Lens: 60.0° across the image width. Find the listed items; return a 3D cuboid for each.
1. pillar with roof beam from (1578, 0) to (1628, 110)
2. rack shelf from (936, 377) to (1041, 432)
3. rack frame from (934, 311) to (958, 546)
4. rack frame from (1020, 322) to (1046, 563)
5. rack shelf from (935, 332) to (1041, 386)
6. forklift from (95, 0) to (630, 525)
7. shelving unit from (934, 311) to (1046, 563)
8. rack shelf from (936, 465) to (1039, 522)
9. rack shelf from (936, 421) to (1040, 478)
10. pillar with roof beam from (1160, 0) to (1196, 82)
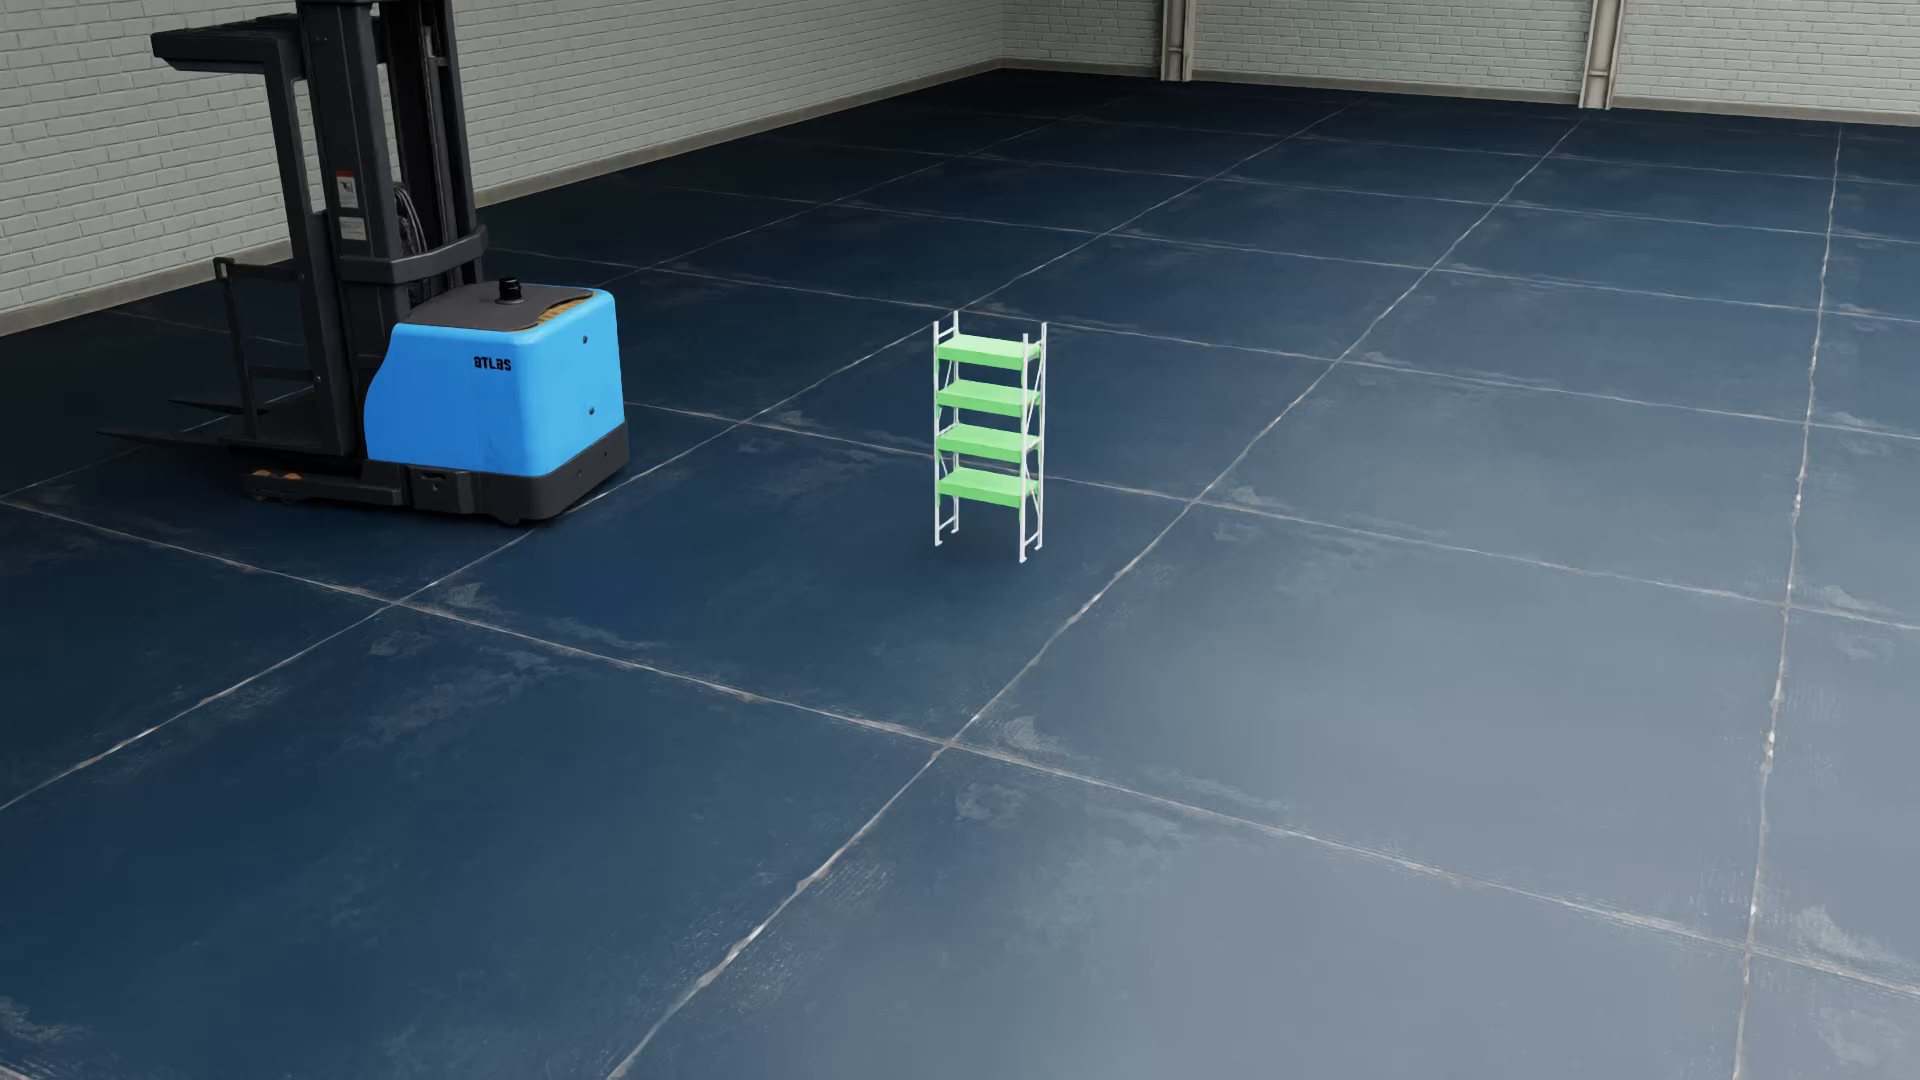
[{"bbox_3d":[6.664,-8.502,17.243,0.400,9.000,9.100,11,25,25],"label":"pillar with roof beam"},{"bbox_3d":[0.148,-0.685,8.378,0.480,0.148,0.258,11,25,25],"label":"rack shelf"},{"bbox_3d":[-0.070,-0.566,8.548,0.015,1.200,0.240,11,25,25],"label":"rack frame"},{"bbox_3d":[0.365,-0.480,8.345,0.015,1.200,0.240,11,25,25],"label":"rack frame"},{"bbox_3d":[0.148,-0.906,8.284,0.480,0.148,0.258,11,25,25],"label":"rack shelf"},{"bbox_3d":[-3.490,-1.740,9.096,3.031,2.935,1.130,6,24,15],"label":"forklift"},{"bbox_3d":[0.148,-0.523,8.446,0.503,1.200,0.258,11,25,25],"label":"shelving unit"},{"bbox_3d":[0.148,-0.243,8.565,0.480,0.148,0.258,11,25,25],"label":"rack shelf"},{"bbox_3d":[0.148,-0.464,8.471,0.480,0.148,0.258,11,25,25],"label":"rack shelf"},{"bbox_3d":[1.310,-9.562,19.735,0.400,9.000,9.100,11,25,25],"label":"pillar with roof beam"}]
